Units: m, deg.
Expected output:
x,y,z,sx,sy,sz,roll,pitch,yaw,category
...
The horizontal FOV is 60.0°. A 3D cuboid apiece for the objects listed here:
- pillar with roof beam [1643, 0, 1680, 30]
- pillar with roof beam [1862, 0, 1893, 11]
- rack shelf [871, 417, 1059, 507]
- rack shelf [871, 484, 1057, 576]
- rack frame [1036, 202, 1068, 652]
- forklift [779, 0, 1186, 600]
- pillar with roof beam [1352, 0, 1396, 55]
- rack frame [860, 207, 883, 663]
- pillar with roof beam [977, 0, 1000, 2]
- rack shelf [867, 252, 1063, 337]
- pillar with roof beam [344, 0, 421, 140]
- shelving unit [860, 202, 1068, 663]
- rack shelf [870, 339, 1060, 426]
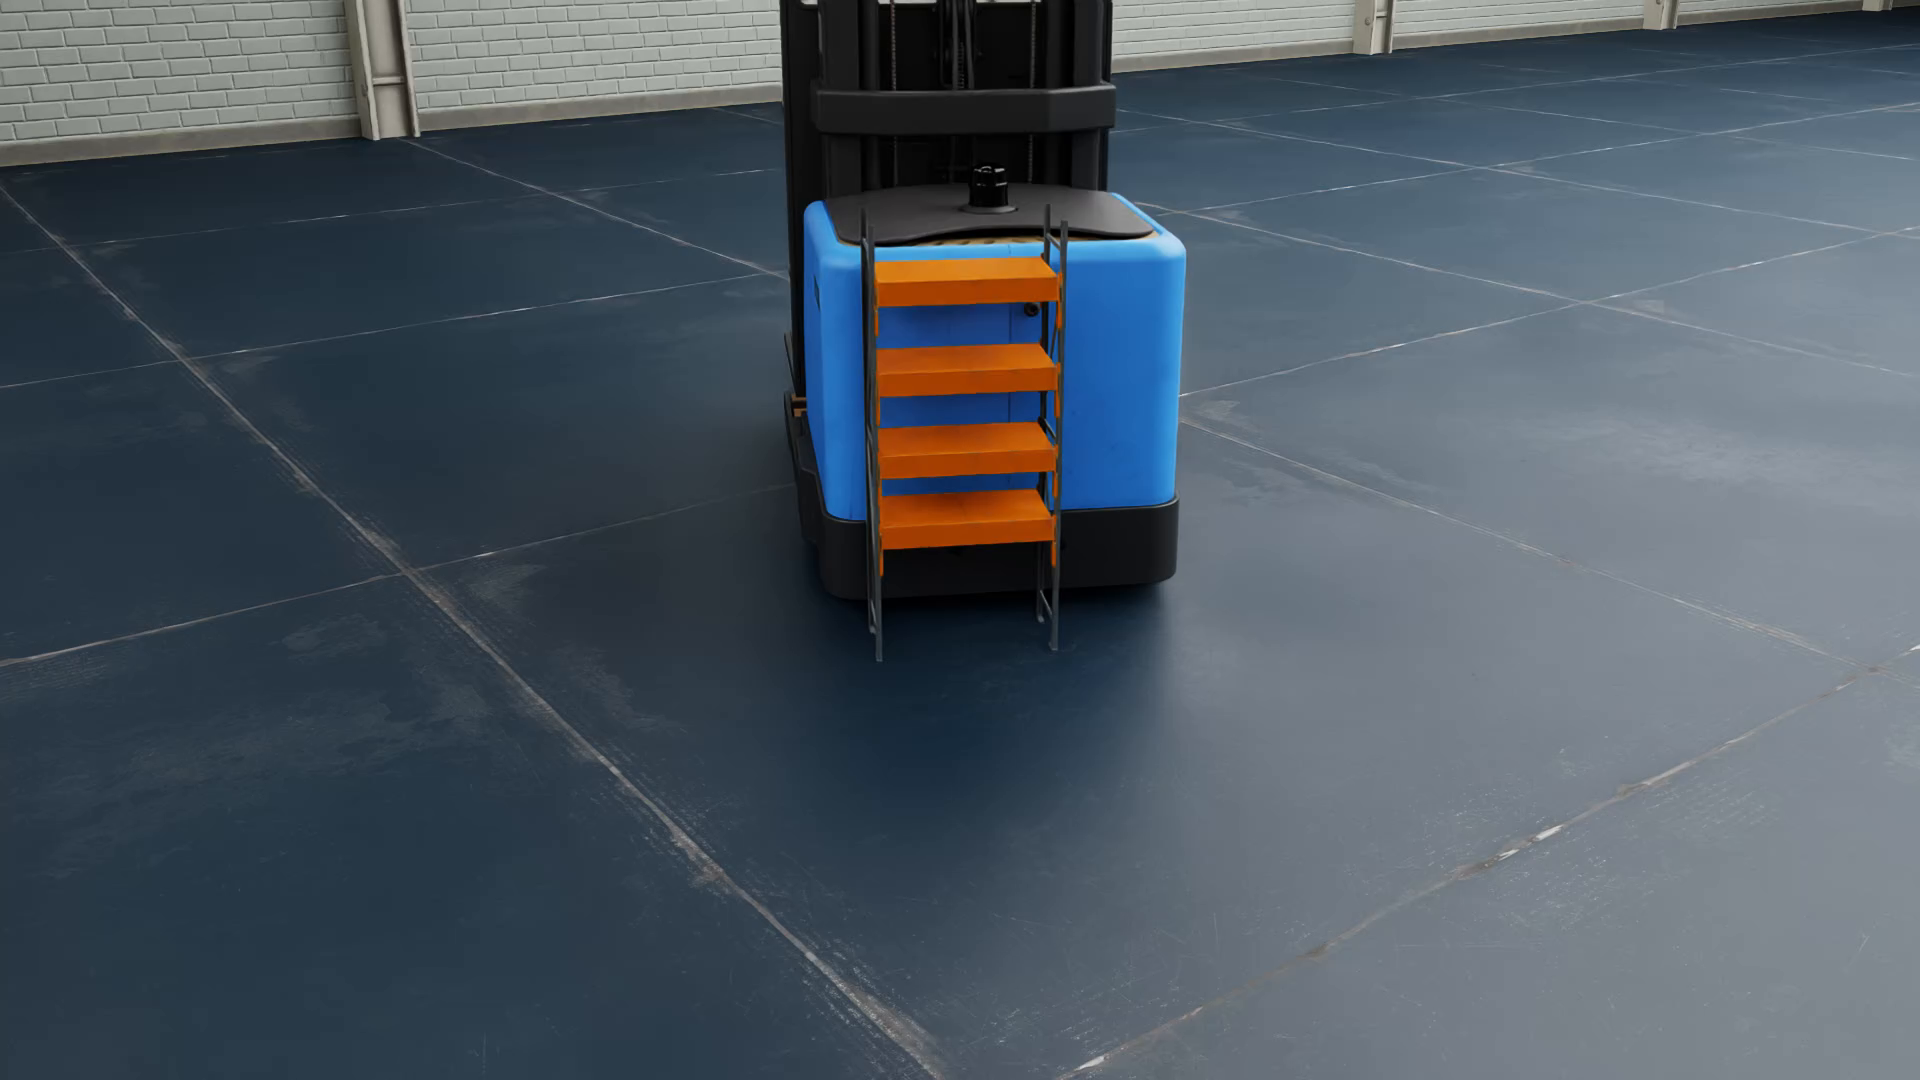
x,y,z,sx,sy,sz,roll,pitch,yaw,category
12.406,-10.131,18.644,0.400,9.000,9.100,-15,26,-33,pillar with roof beam
17.277,-11.430,21.899,0.400,9.000,9.100,-15,26,-33,pillar with roof beam
0.005,-0.214,4.496,0.480,0.148,0.258,-3,22,-8,rack shelf
0.005,-0.030,4.570,0.480,0.148,0.258,-3,22,-8,rack shelf
0.246,-0.290,4.504,0.015,1.200,0.240,-3,22,-8,rack frame
-0.079,-1.699,5.700,1.130,2.935,3.031,-3,22,-8,forklift
7.536,-8.833,15.389,0.400,9.000,9.100,-15,26,-33,pillar with roof beam
-0.237,-0.264,4.438,0.015,1.200,0.240,-3,22,-8,rack frame
2.666,-7.534,12.135,0.400,9.000,9.100,-15,26,-33,pillar with roof beam
0.005,-0.642,4.325,0.480,0.148,0.258,-3,22,-8,rack shelf
-2.205,-6.235,8.880,0.400,9.000,9.100,-15,26,-33,pillar with roof beam
0.005,-0.277,4.471,0.503,1.200,0.258,-3,22,-8,shelving unit
0.005,-0.422,4.413,0.480,0.148,0.258,-3,22,-8,rack shelf
